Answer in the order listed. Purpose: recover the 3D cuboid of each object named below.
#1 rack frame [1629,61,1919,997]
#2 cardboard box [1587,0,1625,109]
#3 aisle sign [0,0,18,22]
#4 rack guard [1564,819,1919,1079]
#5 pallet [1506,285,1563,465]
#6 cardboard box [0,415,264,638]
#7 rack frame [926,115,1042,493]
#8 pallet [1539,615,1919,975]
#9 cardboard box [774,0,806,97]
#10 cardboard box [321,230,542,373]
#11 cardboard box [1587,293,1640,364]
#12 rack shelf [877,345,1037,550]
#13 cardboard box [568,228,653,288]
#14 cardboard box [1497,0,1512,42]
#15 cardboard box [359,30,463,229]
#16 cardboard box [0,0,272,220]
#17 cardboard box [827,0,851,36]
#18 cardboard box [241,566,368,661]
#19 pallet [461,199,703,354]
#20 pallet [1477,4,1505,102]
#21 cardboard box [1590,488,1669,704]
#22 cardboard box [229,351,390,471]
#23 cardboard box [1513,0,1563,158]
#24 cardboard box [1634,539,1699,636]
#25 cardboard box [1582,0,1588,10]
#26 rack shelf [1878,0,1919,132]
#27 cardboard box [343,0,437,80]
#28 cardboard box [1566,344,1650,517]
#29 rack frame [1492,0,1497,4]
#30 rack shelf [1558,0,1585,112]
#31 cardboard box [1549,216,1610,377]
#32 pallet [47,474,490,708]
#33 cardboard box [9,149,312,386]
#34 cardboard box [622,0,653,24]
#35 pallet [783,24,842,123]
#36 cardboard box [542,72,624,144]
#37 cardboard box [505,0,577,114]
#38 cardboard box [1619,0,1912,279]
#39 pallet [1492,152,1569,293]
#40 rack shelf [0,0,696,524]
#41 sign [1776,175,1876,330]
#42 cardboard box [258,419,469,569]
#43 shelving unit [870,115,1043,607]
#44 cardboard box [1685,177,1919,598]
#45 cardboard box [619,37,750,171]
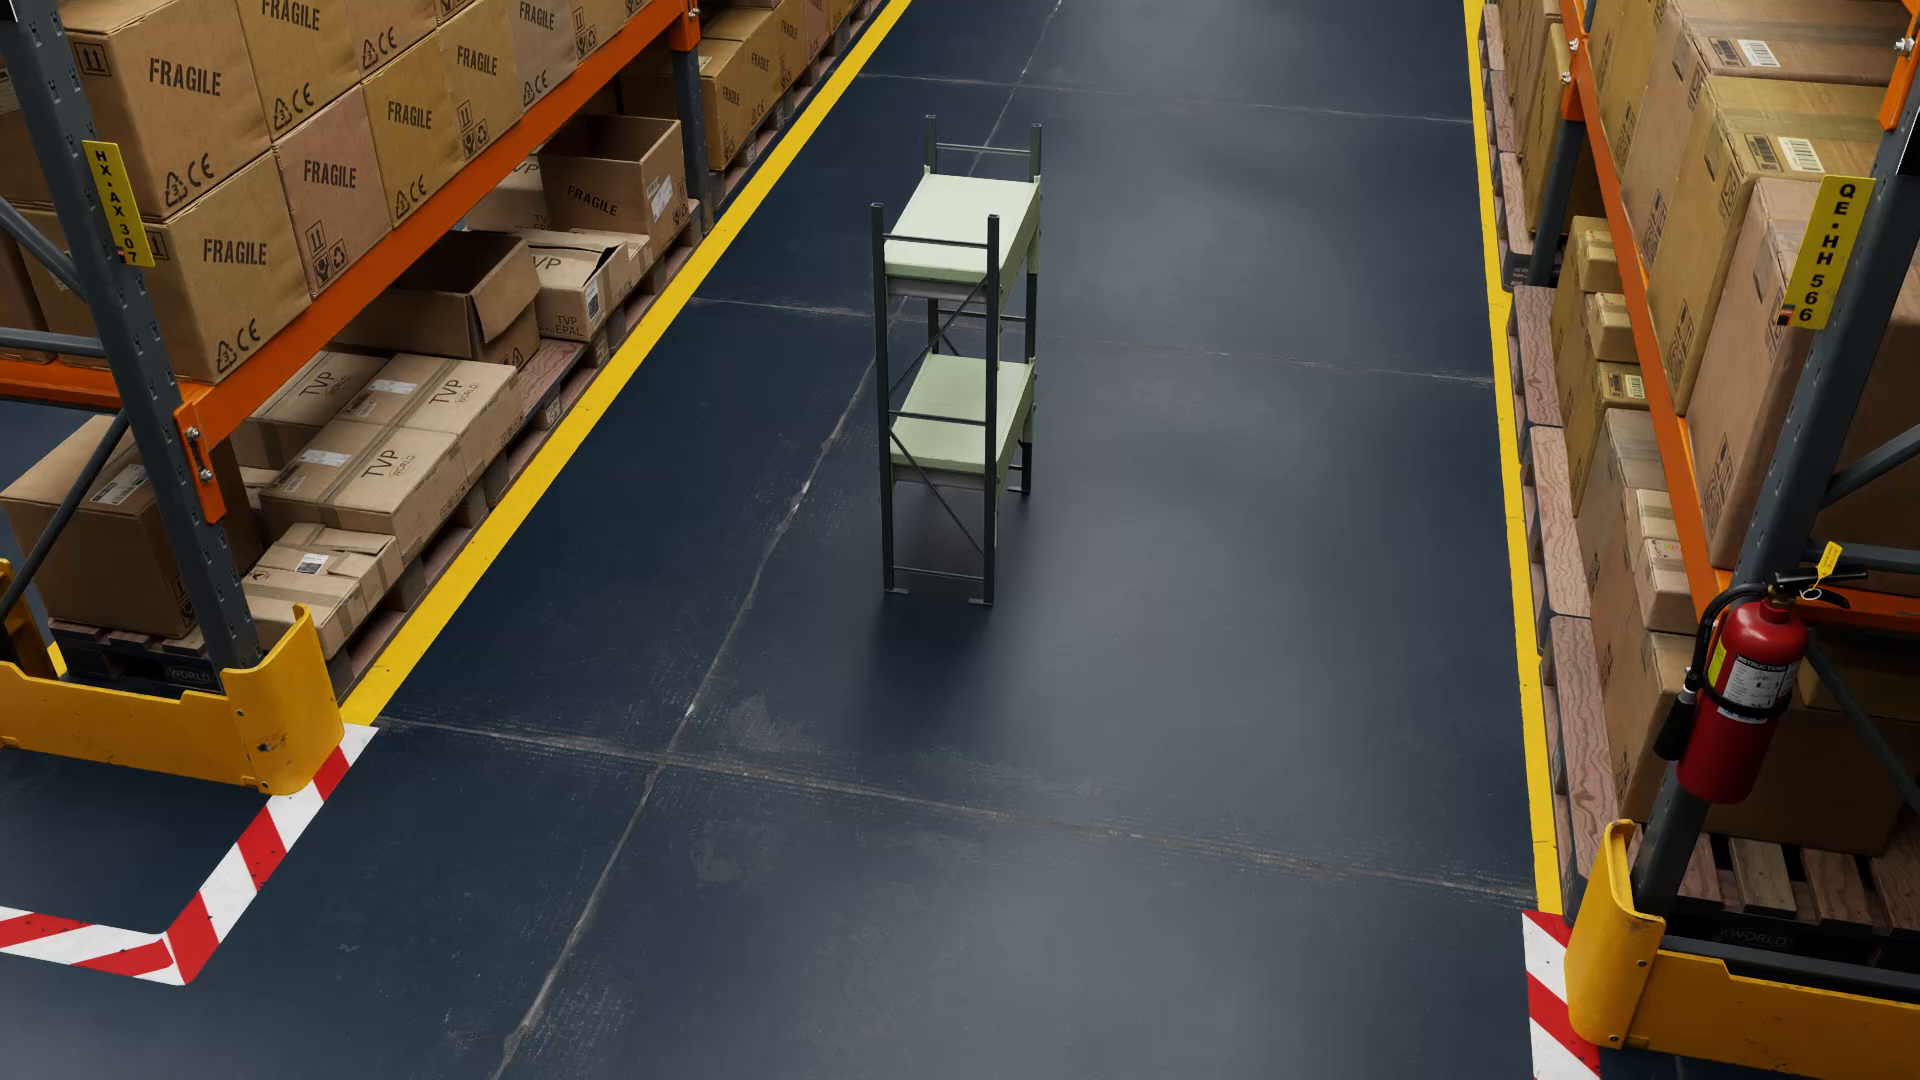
[{"bbox_3d":[2.237,0.077,3.588,1.000,3.000,0.127,7,37,10],"label":"rack frame"},{"bbox_3d":[2.960,-2.029,6.238,0.980,0.700,0.700,8,37,11],"label":"cardboard box"},{"bbox_3d":[-2.330,-1.519,3.574,0.394,0.787,0.004,7,37,10],"label":"aisle sign"},{"bbox_3d":[2.232,1.103,4.303,1.175,0.500,0.348,7,37,10],"label":"rack guard"},{"bbox_3d":[2.853,-0.661,6.982,1.003,0.211,1.213,7,37,10],"label":"pallet"},{"bbox_3d":[-2.727,-0.051,5.519,0.500,0.500,0.500,7,37,10],"label":"cardboard box"},{"bbox_3d":[0.080,-0.821,6.105,0.400,1.500,0.023,7,37,10],"label":"rack frame"},{"bbox_3d":[2.332,0.738,5.052,1.003,0.211,1.213,7,37,10],"label":"pallet"},{"bbox_3d":[-1.190,-2.841,9.369,0.500,0.500,0.500,8,37,11],"label":"cardboard box"},{"bbox_3d":[-2.145,-0.925,6.722,0.797,0.503,0.637,7,37,10],"label":"cardboard box"},{"bbox_3d":[2.469,-0.748,5.946,0.380,0.149,0.250,6,36,9],"label":"cardboard box"},{"bbox_3d":[0.001,-0.347,6.006,0.431,0.370,0.720,7,37,10],"label":"rack shelf"},{"bbox_3d":[-1.614,-1.274,7.507,0.380,0.149,0.250,7,37,10],"label":"cardboard box"},{"bbox_3d":[3.661,-3.404,9.865,0.750,0.750,0.750,7,36,9],"label":"cardboard box"},{"bbox_3d":[-2.035,-1.388,5.523,0.500,0.500,0.500,7,37,10],"label":"cardboard box"},{"bbox_3d":[-2.250,-1.209,4.424,0.500,0.500,0.500,8,37,11],"label":"cardboard box"},{"bbox_3d":[-0.975,-3.432,10.185,0.500,0.500,0.500,6,36,8],"label":"cardboard box"},{"bbox_3d":[-2.178,0.237,5.421,0.380,0.149,0.250,7,37,10],"label":"cardboard box"},{"bbox_3d":[-1.896,-1.312,7.881,1.003,0.211,1.213,7,37,10],"label":"pallet"},{"bbox_3d":[3.704,-2.938,10.124,1.003,0.211,1.213,7,37,10],"label":"pallet"},{"bbox_3d":[2.396,0.218,5.165,0.700,0.500,0.500,7,37,10],"label":"cardboard box"},{"bbox_3d":[-2.495,-0.490,6.339,0.500,0.250,0.500,7,37,10],"label":"cardboard box"},{"bbox_3d":[3.291,-2.415,8.500,0.750,0.750,0.750,8,37,11],"label":"cardboard box"},{"bbox_3d":[2.139,0.146,4.712,0.380,0.149,0.250,7,37,9],"label":"cardboard box"},{"bbox_3d":[2.887,-2.352,7.136,0.380,0.149,0.250,8,37,10],"label":"cardboard box"},{"bbox_3d":[2.665,-1.993,4.501,1.077,0.370,4.000,7,37,10],"label":"rack shelf"},{"bbox_3d":[-2.034,-1.796,5.234,0.500,0.500,0.500,8,37,11],"label":"cardboard box"},{"bbox_3d":[2.610,-0.377,5.986,0.700,0.500,0.500,8,37,11],"label":"cardboard box"},{"bbox_3d":[3.946,-4.510,9.916,1.000,3.000,0.127,7,37,10],"label":"rack frame"},{"bbox_3d":[3.519,-3.072,8.545,1.077,0.370,4.000,7,37,10],"label":"rack shelf"},{"bbox_3d":[2.832,-0.958,6.789,0.700,0.500,0.500,8,37,11],"label":"cardboard box"},{"bbox_3d":[-2.417,0.086,5.951,1.003,0.211,1.213,7,37,10],"label":"pallet"},{"bbox_3d":[-2.250,-0.804,4.718,0.500,0.500,0.500,8,37,11],"label":"cardboard box"},{"bbox_3d":[-1.604,-2.557,7.137,0.500,0.500,0.500,8,37,11],"label":"cardboard box"},{"bbox_3d":[-1.353,-2.879,10.042,1.003,0.211,1.213,7,37,10],"label":"pallet"},{"bbox_3d":[-1.923,-2.320,8.650,0.500,0.500,0.500,7,37,10],"label":"cardboard box"},{"bbox_3d":[-1.821,-1.966,6.322,0.500,0.500,0.500,8,37,11],"label":"cardboard box"},{"bbox_3d":[2.653,-1.193,5.084,0.980,0.700,0.700,6,36,8],"label":"cardboard box"},{"bbox_3d":[3.183,-1.539,8.194,1.003,0.211,1.213,7,37,10],"label":"pallet"},{"bbox_3d":[-2.176,-1.397,6.235,1.077,0.370,4.000,7,37,10],"label":"rack shelf"},{"bbox_3d":[1.710,-0.564,3.284,0.100,0.325,0.005,7,37,10],"label":"sign"},{"bbox_3d":[-2.103,-0.170,5.896,0.500,0.250,0.500,7,37,10],"label":"cardboard box"},{"bbox_3d":[0.001,-0.611,5.815,0.431,1.500,0.755,7,37,10],"label":"shelving unit"},{"bbox_3d":[2.337,-0.338,3.905,0.980,0.700,0.700,9,37,12],"label":"cardboard box"},{"bbox_3d":[-1.407,-2.248,8.551,0.500,0.500,0.500,6,36,8],"label":"cardboard box"}]
